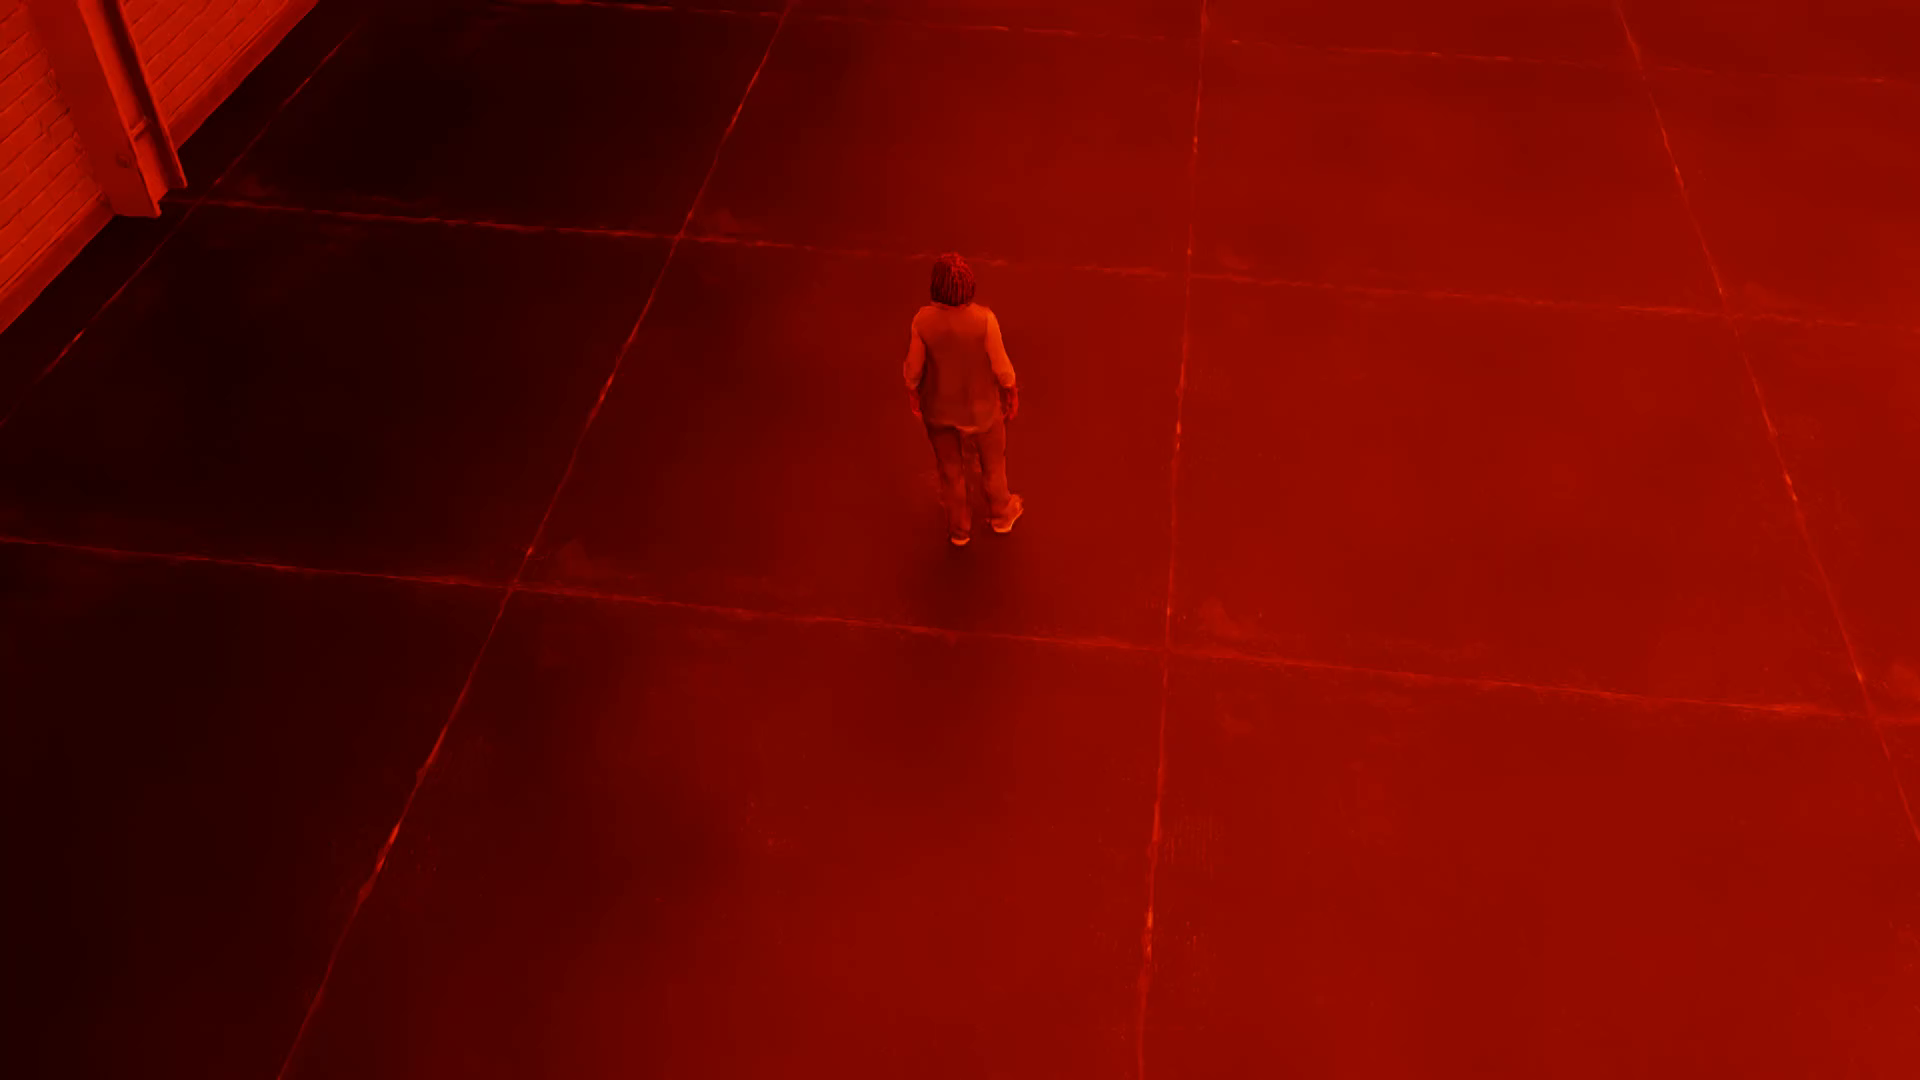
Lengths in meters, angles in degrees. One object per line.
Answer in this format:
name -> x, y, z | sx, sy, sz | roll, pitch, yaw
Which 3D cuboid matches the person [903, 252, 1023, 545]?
person -> 0.024, -0.642, 7.399 | 0.521, 1.597, 0.474 | 5, 43, 6
